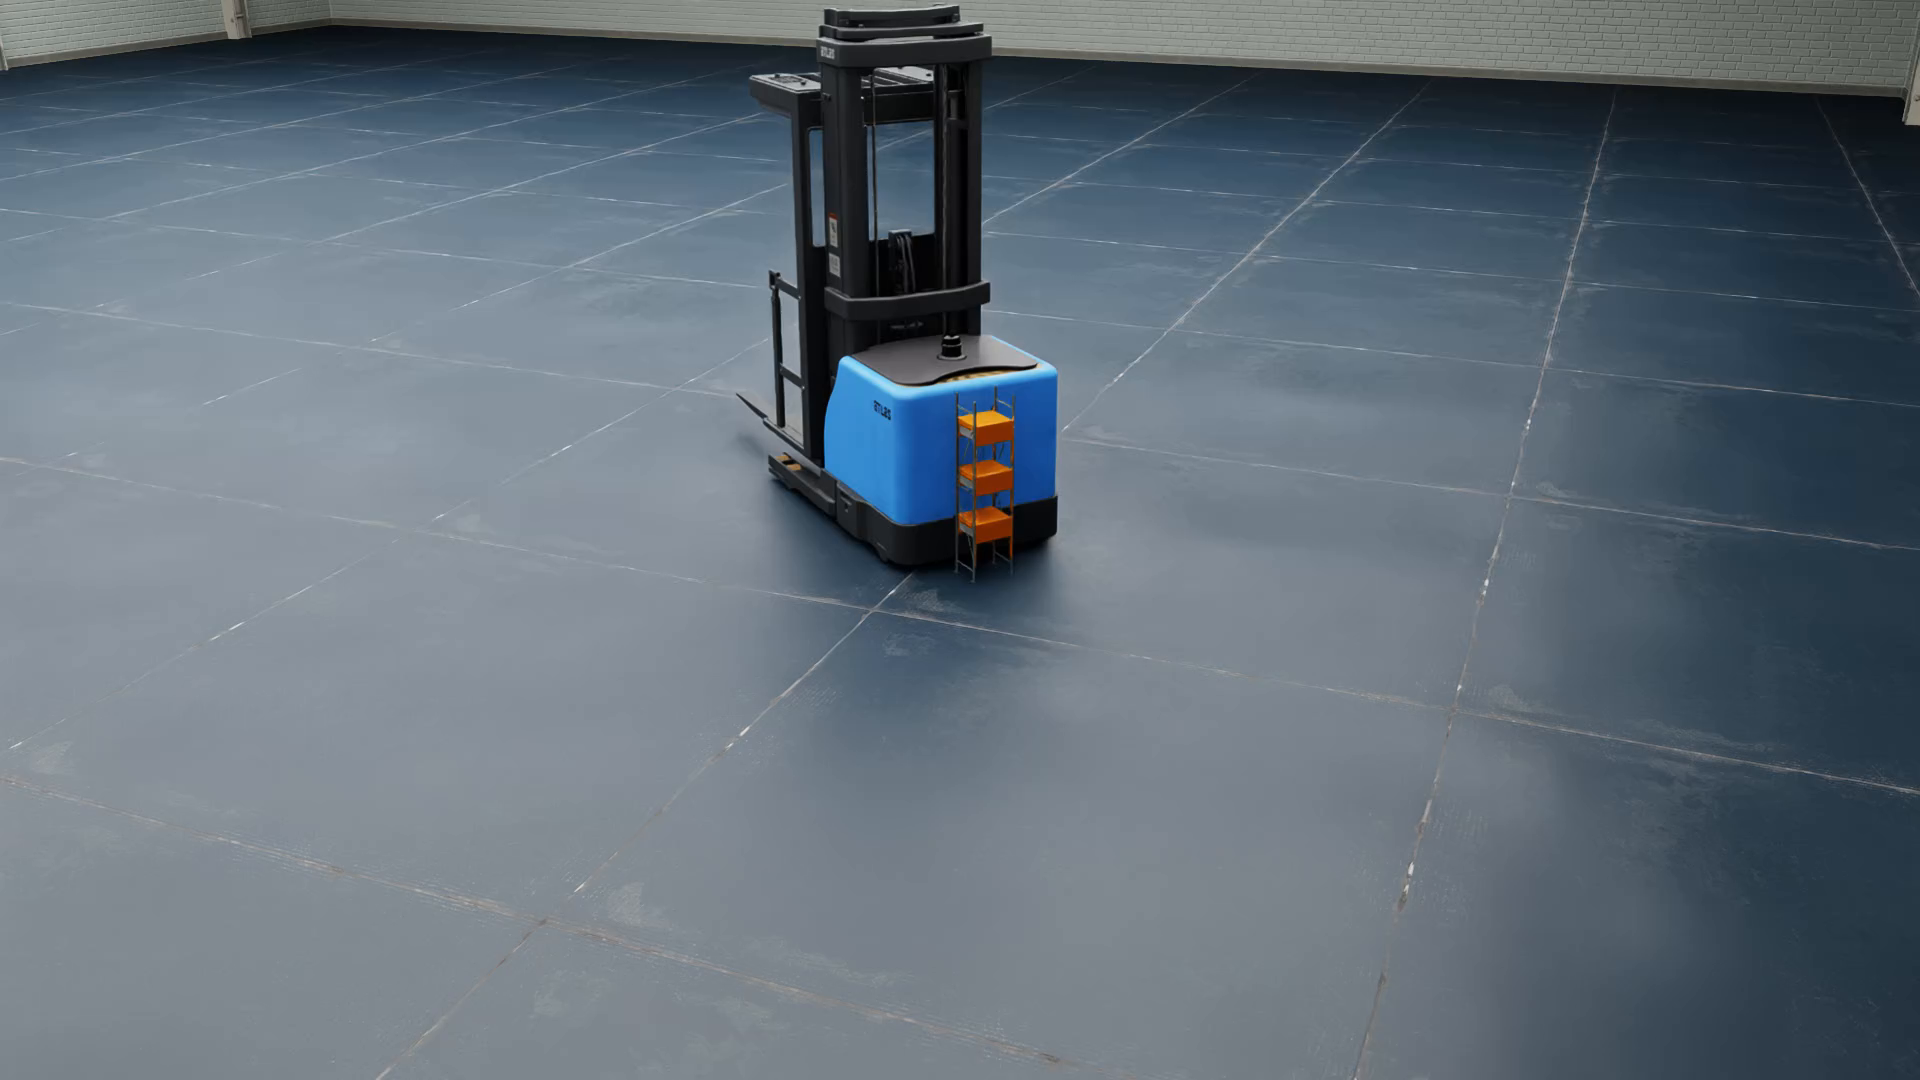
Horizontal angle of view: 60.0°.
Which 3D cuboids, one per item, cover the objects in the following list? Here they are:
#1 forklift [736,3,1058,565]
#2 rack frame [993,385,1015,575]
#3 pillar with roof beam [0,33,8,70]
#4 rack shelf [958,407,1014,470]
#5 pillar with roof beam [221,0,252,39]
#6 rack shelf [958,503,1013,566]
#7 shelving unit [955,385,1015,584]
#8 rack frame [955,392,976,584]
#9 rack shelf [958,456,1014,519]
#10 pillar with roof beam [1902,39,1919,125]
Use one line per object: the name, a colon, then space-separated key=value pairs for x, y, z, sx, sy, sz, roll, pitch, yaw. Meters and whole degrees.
forklift: x=-0.571 y=-1.740 z=10.112 sx=1.130 sy=2.935 sz=3.031 roll=-12 pitch=25 yaw=-26
rack frame: x=0.239 y=-0.323 z=9.160 sx=0.008 sy=1.050 sz=0.200 roll=-13 pitch=26 yaw=-28
pillar with roof beam: x=-13.471 y=-12.010 z=26.828 sx=9.100 sy=9.000 sz=0.400 roll=9 pitch=24 yaw=20
rack shelf: x=0.135 y=-0.551 z=8.997 sx=0.240 sy=0.259 sz=0.215 roll=-13 pitch=26 yaw=-28
pillar with roof beam: x=-11.242 y=-14.157 z=31.968 sx=9.100 sy=9.000 sz=0.400 roll=9 pitch=24 yaw=20
rack shelf: x=0.135 y=-0.032 z=9.214 sx=0.240 sy=0.259 sz=0.215 roll=-13 pitch=26 yaw=-28
shelving unit: x=0.135 y=-0.298 z=9.102 sx=0.252 sy=1.050 sz=0.215 roll=-13 pitch=26 yaw=-28
rack frame: x=0.030 y=-0.274 z=9.044 sx=0.008 sy=1.050 sz=0.200 roll=-13 pitch=26 yaw=-28
rack shelf: x=0.135 y=-0.289 z=9.106 sx=0.240 sy=0.259 sz=0.215 roll=-13 pitch=26 yaw=-28
pillar with roof beam: x=10.010 y=-10.880 z=24.123 sx=9.100 sy=9.000 sz=0.400 roll=9 pitch=24 yaw=20
